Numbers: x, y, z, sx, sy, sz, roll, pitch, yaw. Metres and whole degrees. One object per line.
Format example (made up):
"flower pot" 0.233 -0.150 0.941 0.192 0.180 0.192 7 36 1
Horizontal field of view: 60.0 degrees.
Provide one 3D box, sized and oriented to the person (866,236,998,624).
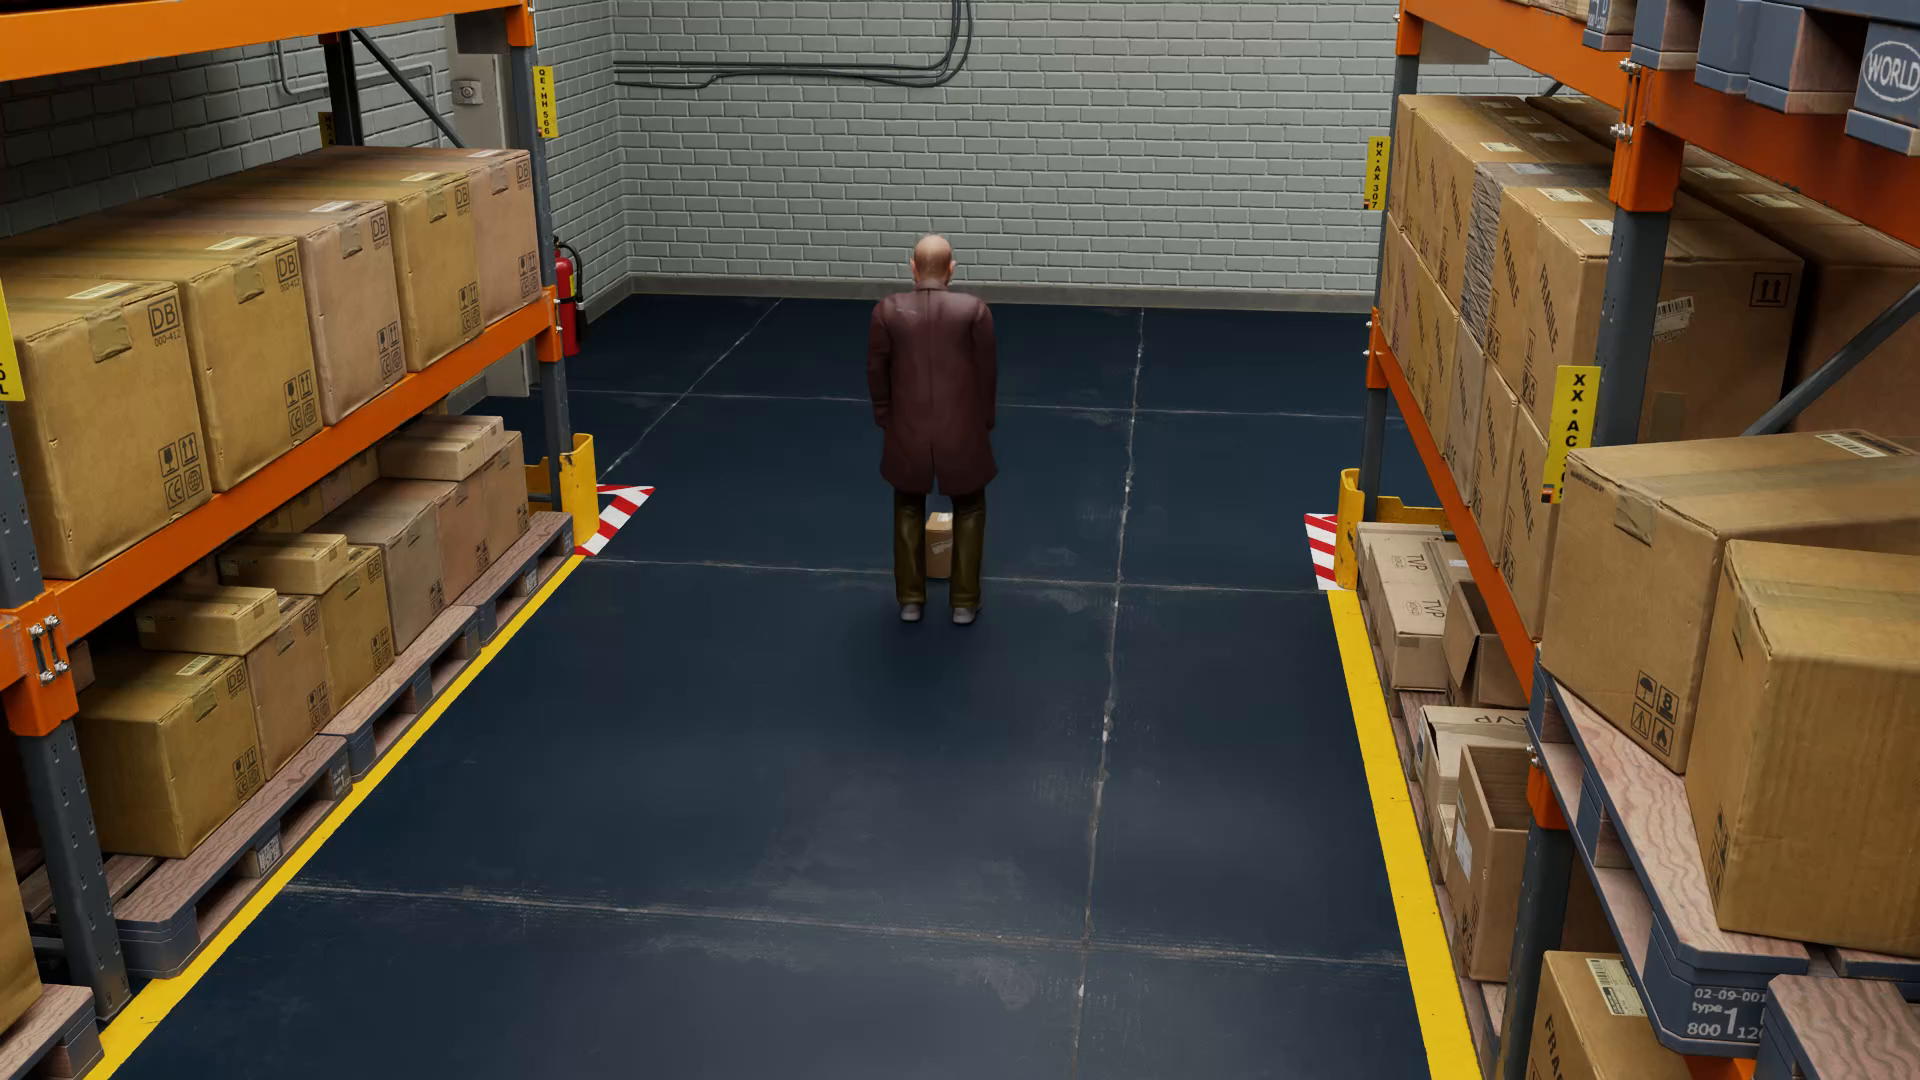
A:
"person" -0.122 -0.482 7.441 0.587 1.737 0.416 3 21 8
